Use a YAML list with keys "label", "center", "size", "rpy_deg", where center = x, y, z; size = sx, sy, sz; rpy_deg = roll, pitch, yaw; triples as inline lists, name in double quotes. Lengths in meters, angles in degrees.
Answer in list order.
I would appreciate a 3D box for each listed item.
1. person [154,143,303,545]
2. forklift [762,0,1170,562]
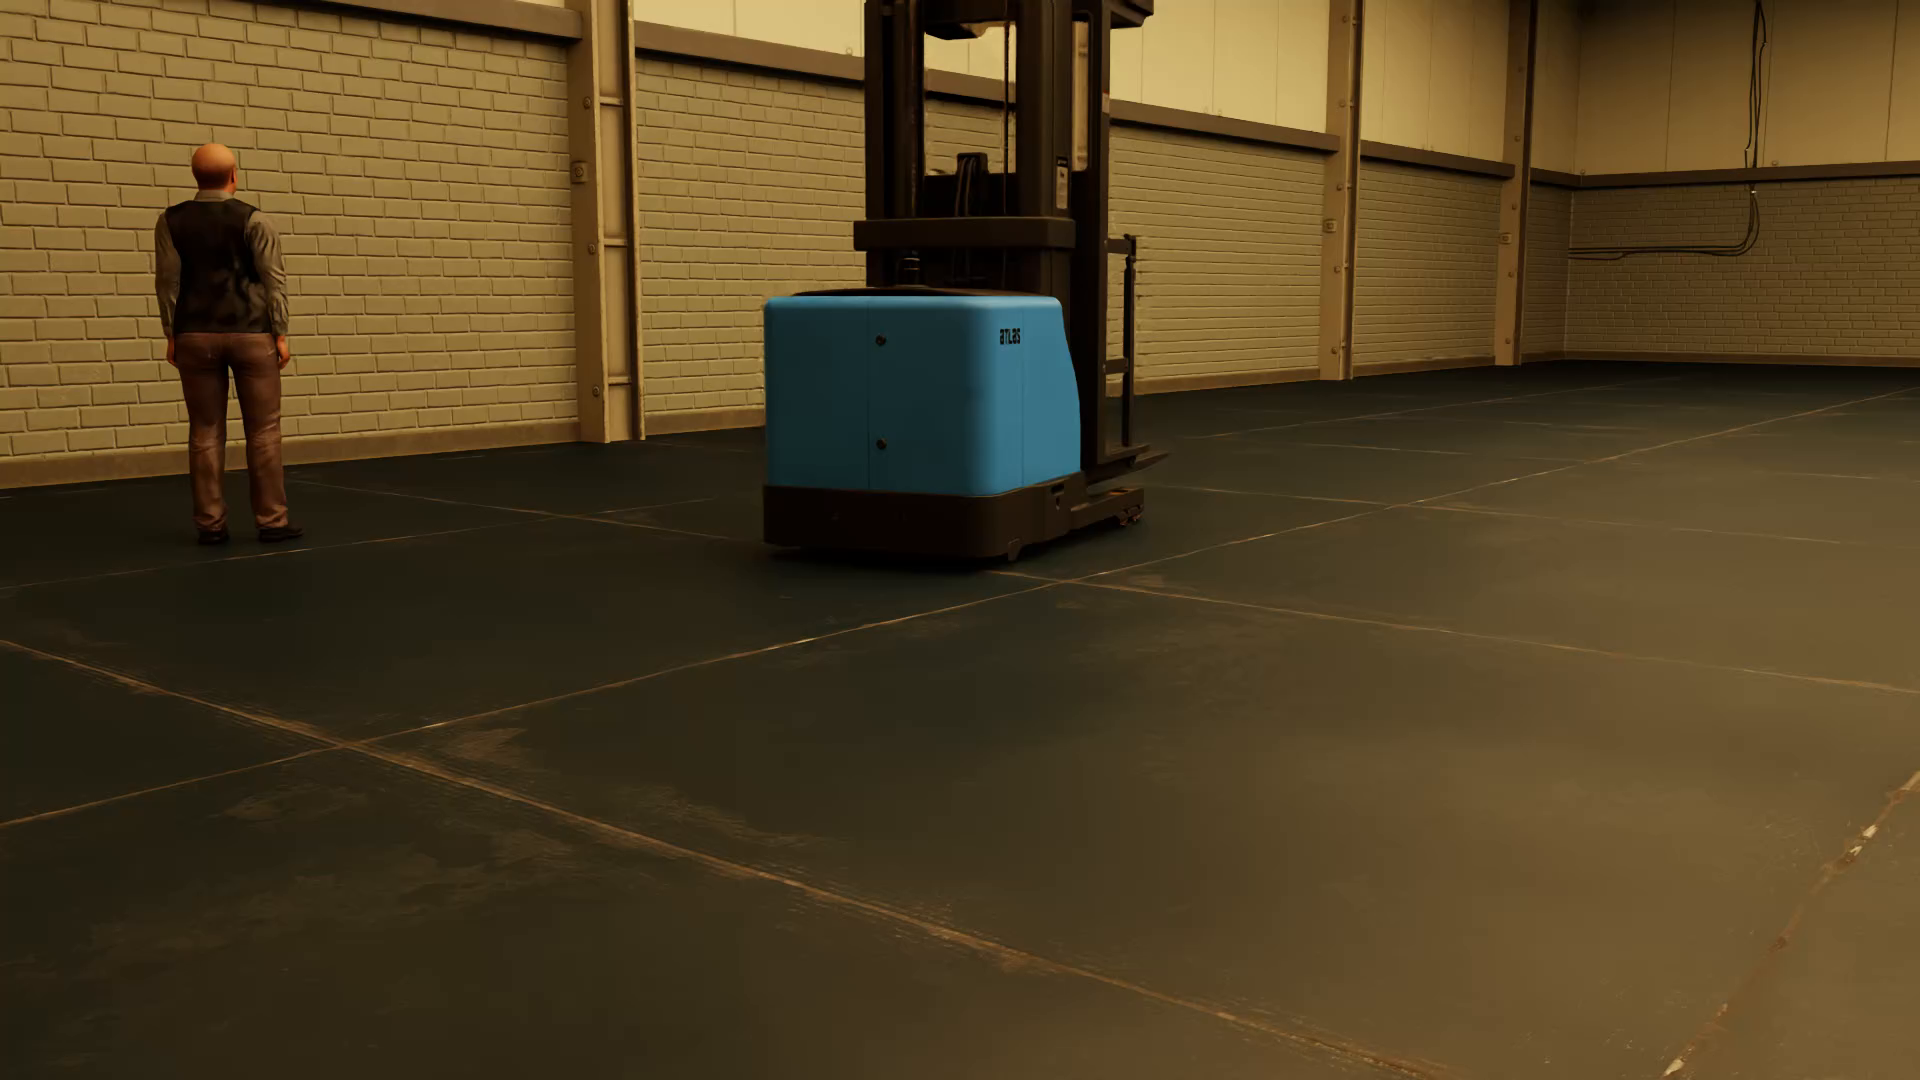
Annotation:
- label: "person"
  center: [-3.203, -0.852, 7.280]
  size: [0.530, 1.725, 0.360]
  rpy_deg: [-1, 8, -10]
- label: "forklift"
  center: [0.244, -1.536, 7.782]
  size: [1.130, 2.935, 3.031]
  rpy_deg: [4, 9, 23]
